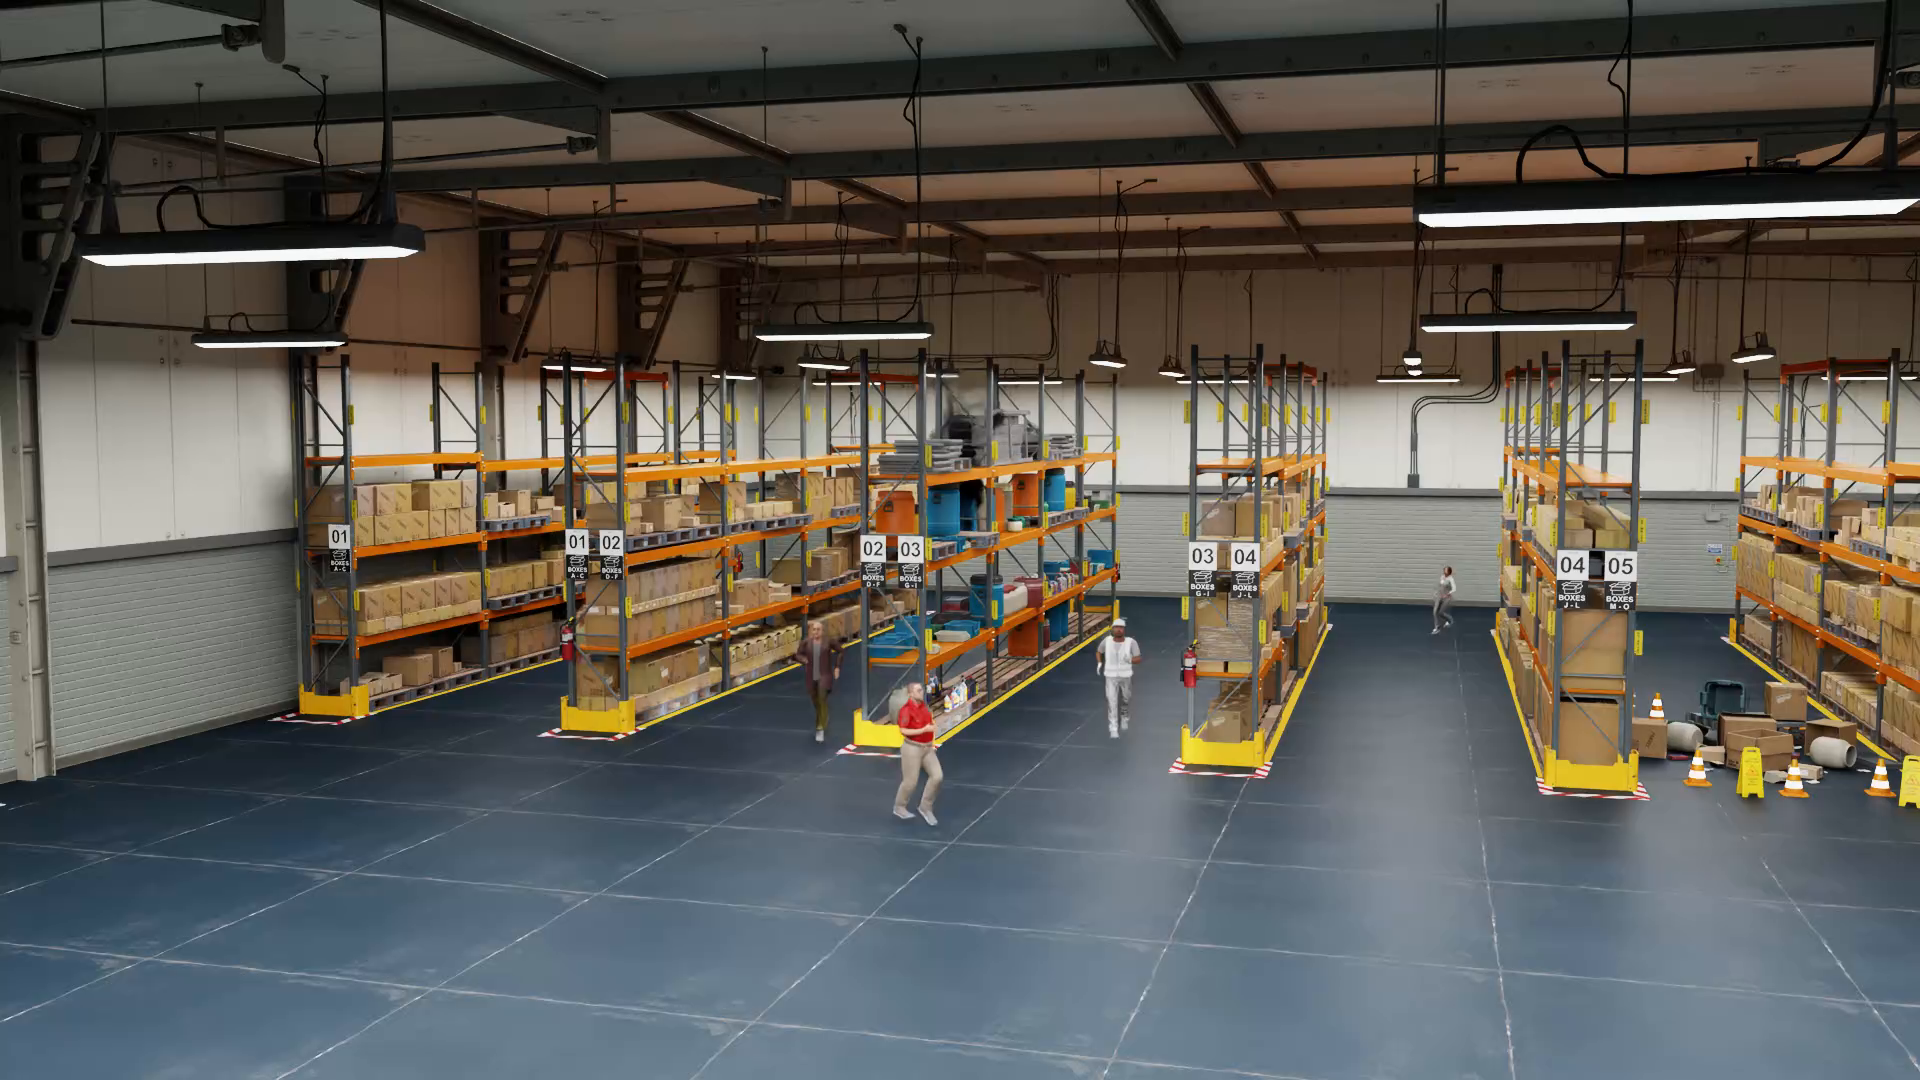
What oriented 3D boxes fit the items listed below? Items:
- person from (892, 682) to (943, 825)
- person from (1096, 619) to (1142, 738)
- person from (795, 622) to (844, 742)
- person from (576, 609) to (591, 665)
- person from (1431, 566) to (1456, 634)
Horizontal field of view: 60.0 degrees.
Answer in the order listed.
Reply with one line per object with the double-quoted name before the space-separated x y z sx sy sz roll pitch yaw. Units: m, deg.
"person" -0.502 2.627 20.373 0.727 1.781 0.640 3 5 39
"person" 2.405 2.079 25.240 0.693 1.768 0.986 0 4 7
"person" -2.200 2.172 25.923 0.730 1.813 0.988 1 4 11
"person" -6.617 2.006 29.267 0.569 1.621 0.622 1 4 8
"person" 11.168 1.372 38.207 0.643 1.573 0.583 -3 5 -35
